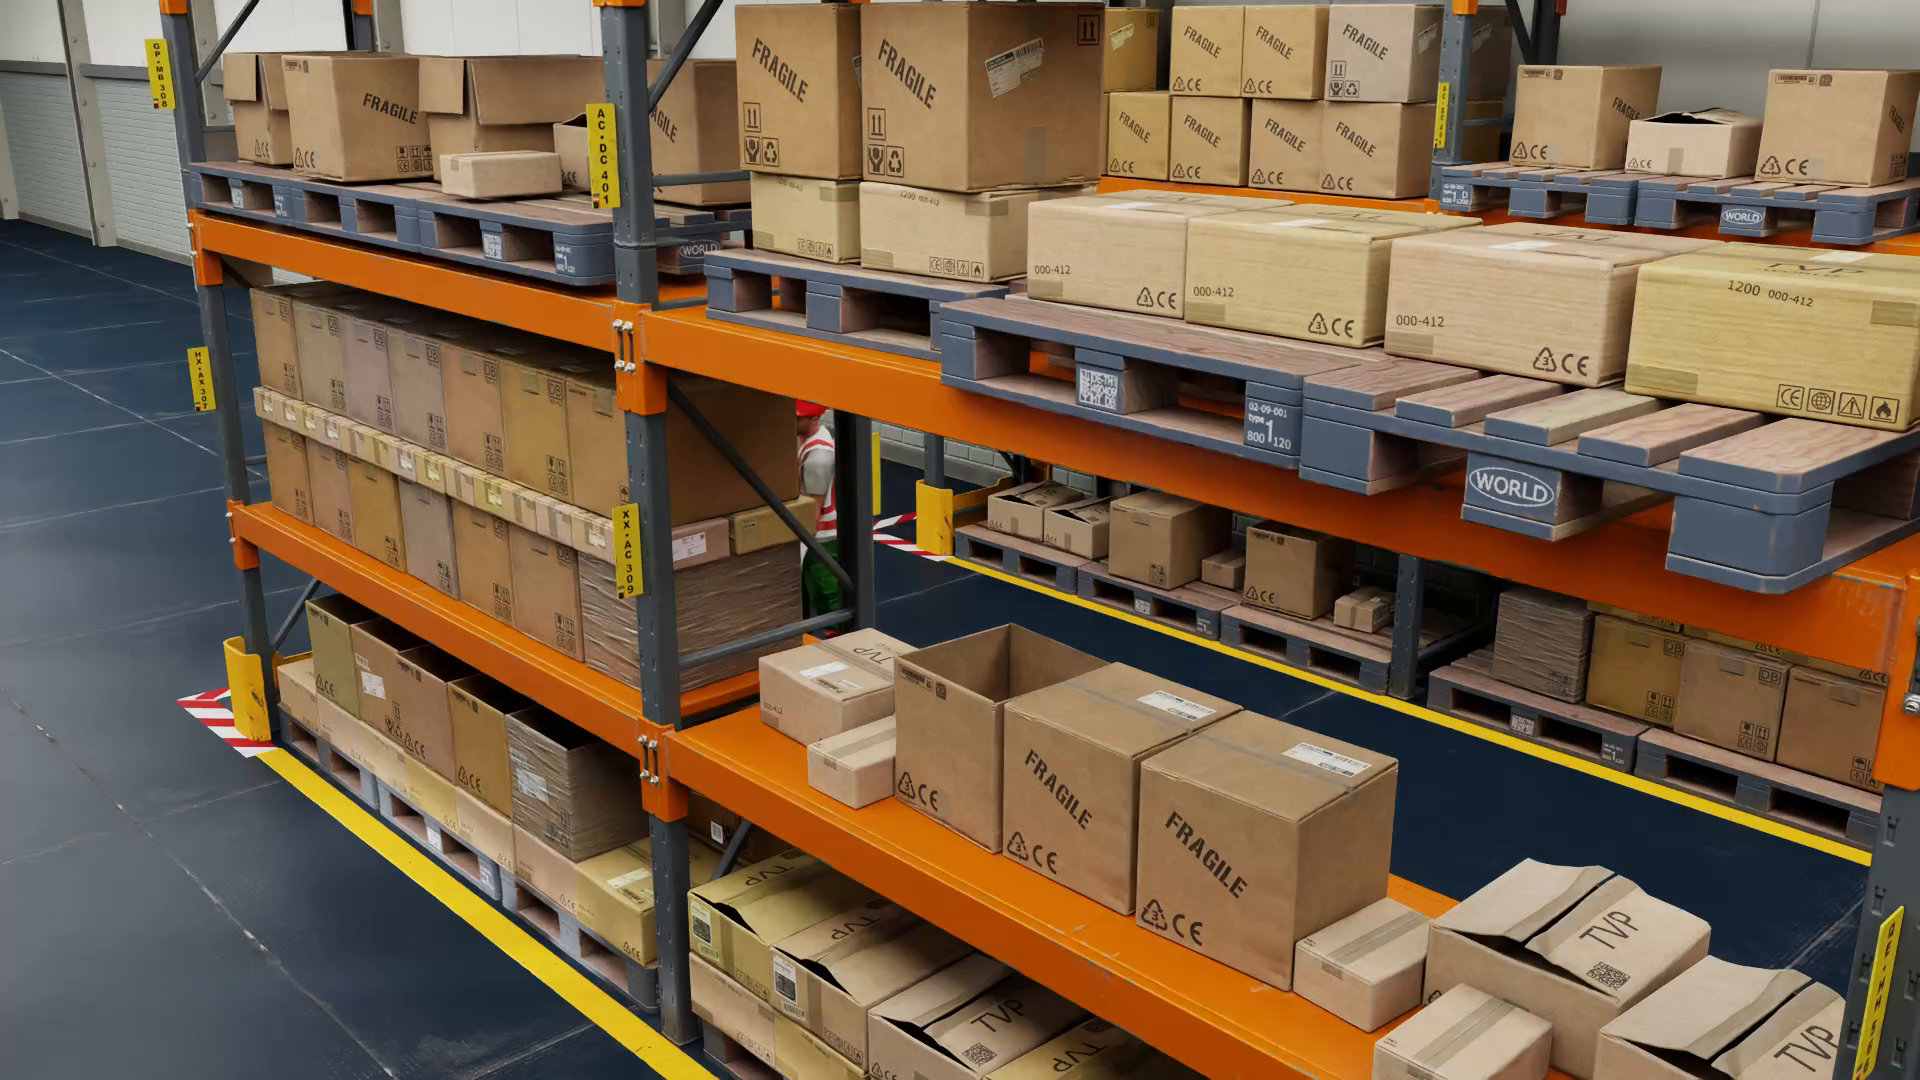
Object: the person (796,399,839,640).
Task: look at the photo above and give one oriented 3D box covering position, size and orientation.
[{"bbox_3d":[-0.913,-0.026,9.544,0.571,1.783,0.601,-4,18,-13],"label":"person"}]
